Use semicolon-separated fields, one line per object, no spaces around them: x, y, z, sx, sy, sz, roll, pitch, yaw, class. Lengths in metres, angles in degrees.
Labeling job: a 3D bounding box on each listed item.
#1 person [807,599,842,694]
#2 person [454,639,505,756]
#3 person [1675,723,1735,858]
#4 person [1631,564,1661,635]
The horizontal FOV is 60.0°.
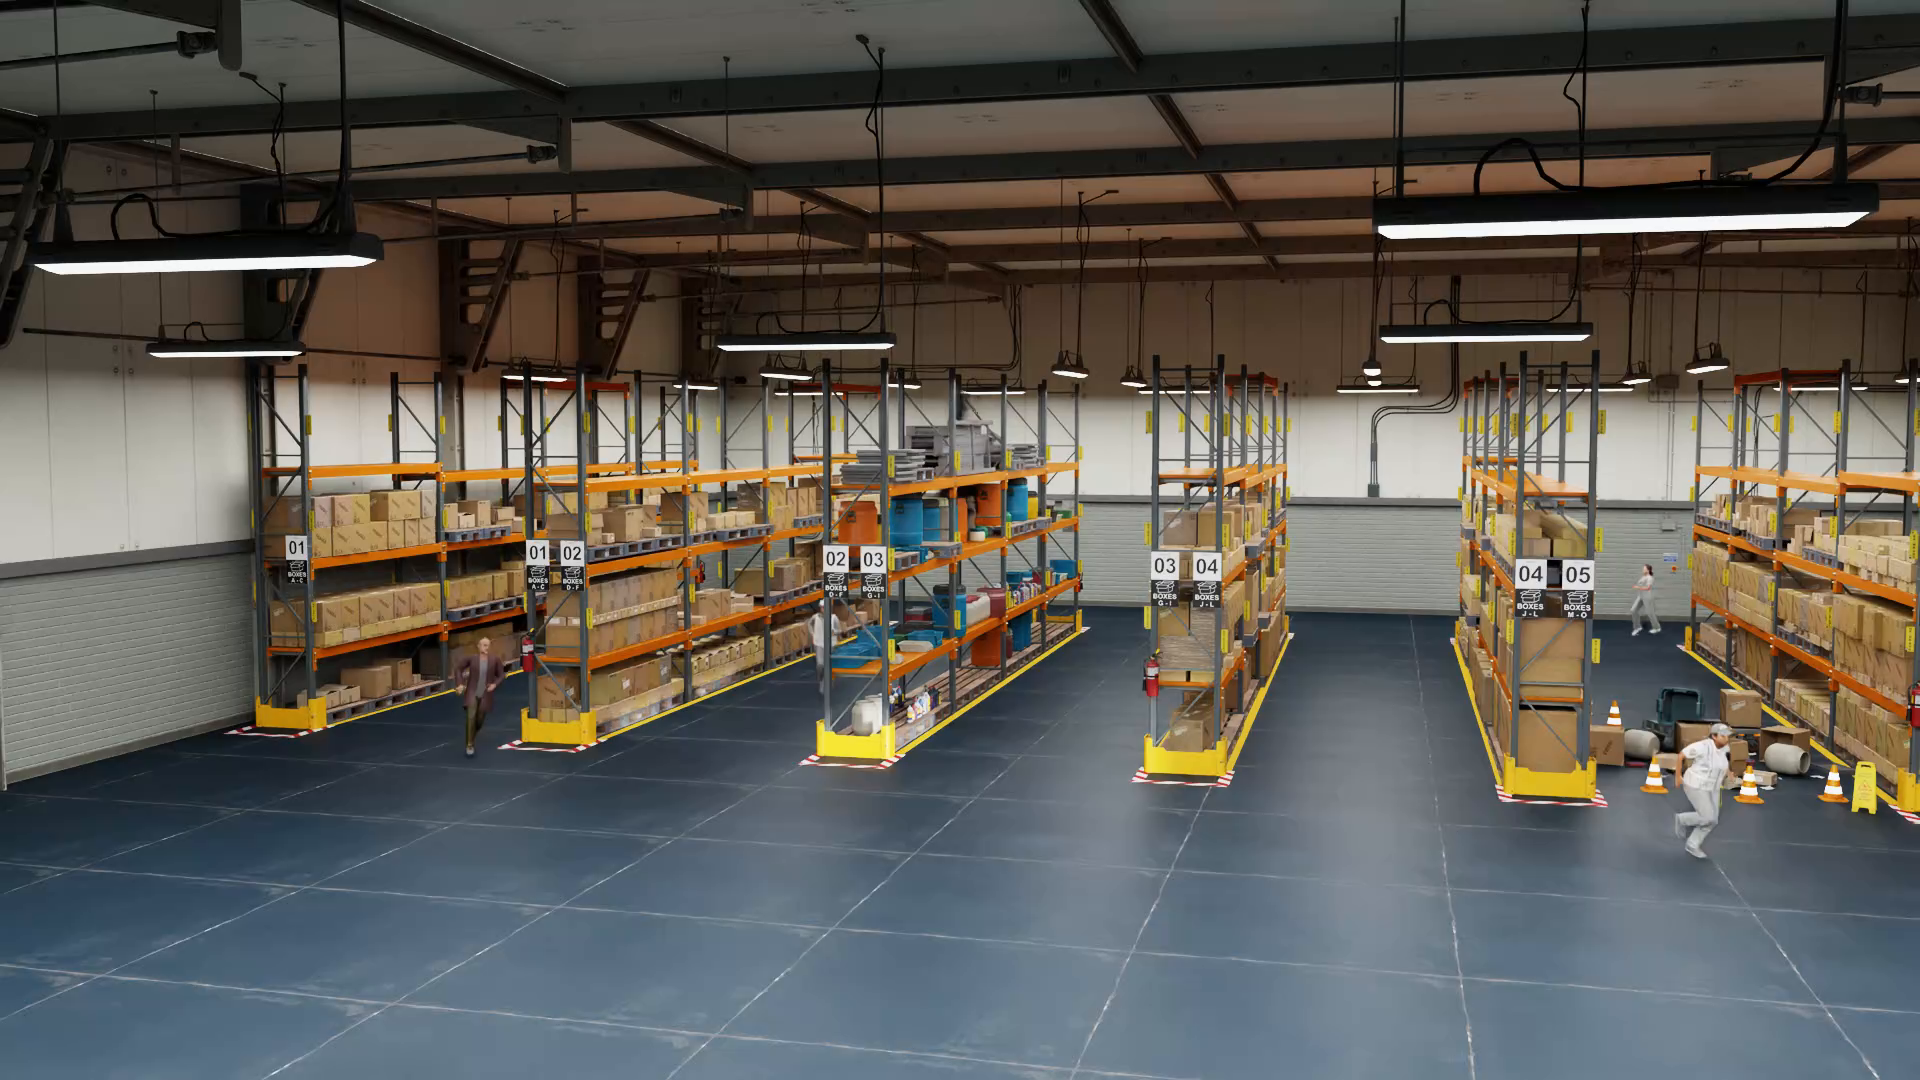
-2.542;1.992;31.112;0.657;1.808;0.797;0;4;-2;person
-7.372;2.381;25.562;0.753;1.740;0.898;-2;4;-22;person
8.653;2.896;19.295;0.594;1.599;0.683;-2;4;-28;person
16.351;1.434;39.646;0.750;1.725;0.532;0;4;-7;person
